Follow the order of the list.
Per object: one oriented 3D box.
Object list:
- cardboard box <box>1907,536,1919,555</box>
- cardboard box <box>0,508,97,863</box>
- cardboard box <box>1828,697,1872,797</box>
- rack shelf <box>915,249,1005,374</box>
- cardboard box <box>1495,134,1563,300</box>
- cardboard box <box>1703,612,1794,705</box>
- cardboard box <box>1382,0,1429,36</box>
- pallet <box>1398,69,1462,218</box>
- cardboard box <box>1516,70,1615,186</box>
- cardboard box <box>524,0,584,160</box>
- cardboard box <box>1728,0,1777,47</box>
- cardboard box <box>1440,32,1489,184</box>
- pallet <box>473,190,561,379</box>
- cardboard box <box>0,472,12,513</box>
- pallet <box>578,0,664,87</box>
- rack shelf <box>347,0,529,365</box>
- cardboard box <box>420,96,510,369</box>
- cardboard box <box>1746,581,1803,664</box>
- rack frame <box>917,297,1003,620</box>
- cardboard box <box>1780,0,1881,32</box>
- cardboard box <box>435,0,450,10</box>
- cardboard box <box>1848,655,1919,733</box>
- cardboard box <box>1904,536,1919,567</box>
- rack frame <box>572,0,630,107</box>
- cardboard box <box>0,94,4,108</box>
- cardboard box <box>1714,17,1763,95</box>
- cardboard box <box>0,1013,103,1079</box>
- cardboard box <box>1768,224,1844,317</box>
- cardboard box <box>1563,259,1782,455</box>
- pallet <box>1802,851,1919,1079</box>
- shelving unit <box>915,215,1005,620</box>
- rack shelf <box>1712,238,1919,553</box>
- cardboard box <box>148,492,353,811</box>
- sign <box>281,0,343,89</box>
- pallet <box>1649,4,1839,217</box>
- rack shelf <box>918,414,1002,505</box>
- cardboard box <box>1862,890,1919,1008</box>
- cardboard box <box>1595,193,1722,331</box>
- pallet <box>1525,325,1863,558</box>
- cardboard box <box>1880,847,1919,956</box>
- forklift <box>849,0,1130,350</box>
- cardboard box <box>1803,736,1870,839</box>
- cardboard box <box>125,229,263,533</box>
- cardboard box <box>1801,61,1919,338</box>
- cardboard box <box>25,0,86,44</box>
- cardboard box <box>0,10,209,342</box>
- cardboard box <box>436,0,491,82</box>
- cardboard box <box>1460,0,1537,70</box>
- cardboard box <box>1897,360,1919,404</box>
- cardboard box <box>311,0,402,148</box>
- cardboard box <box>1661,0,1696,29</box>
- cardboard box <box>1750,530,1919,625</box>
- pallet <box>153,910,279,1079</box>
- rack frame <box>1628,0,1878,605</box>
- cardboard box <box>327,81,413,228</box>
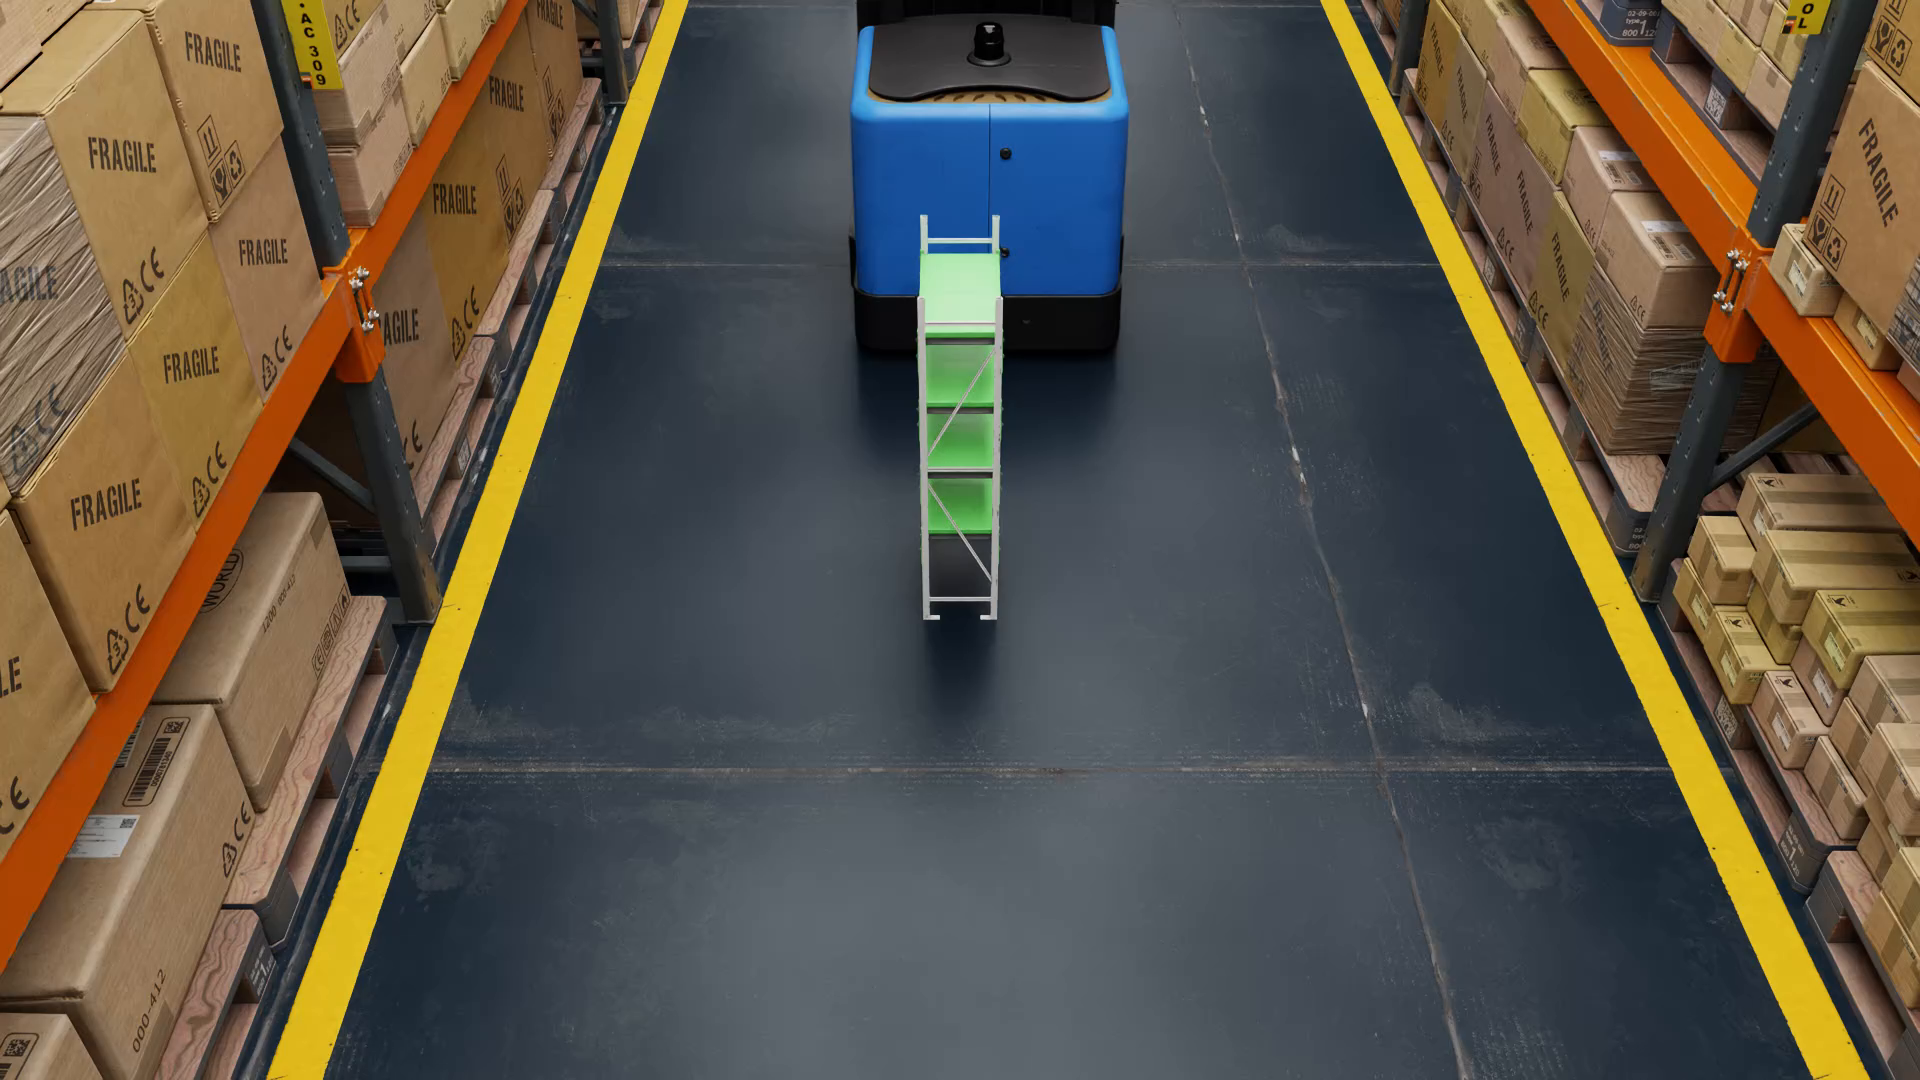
[{"bbox_3d":[3.003,-0.057,4.891,0.380,0.149,0.250,1,39,1],"label":"cardboard box"},{"bbox_3d":[-1.945,0.285,2.915,0.500,0.500,0.500,1,39,1],"label":"cardboard box"},{"bbox_3d":[2.547,0.543,4.380,0.380,0.149,0.250,-2,39,-2],"label":"cardboard box"},{"bbox_3d":[0.000,-0.689,4.985,0.258,0.148,0.480,0,39,0],"label":"rack shelf"},{"bbox_3d":[2.493,-1.288,6.622,0.500,0.500,0.500,-1,39,-1],"label":"cardboard box"},{"bbox_3d":[2.422,0.347,4.862,0.380,0.149,0.250,1,39,1],"label":"cardboard box"},{"bbox_3d":[2.827,-3.164,8.763,1.050,0.750,0.750,-1,39,-1],"label":"cardboard box"},{"bbox_3d":[2.737,-1.920,7.977,1.003,0.211,1.213,0,39,0],"label":"pallet"},{"bbox_3d":[2.487,-1.594,6.404,0.500,0.250,0.500,-2,39,-2],"label":"cardboard box"},{"bbox_3d":[-2.294,-2.333,7.626,0.875,0.875,0.875,0,39,0],"label":"cardboard box"},{"bbox_3d":[2.543,-1.591,4.964,0.380,0.149,0.250,0,39,0],"label":"cardboard box"},{"bbox_3d":[2.488,-1.929,7.421,0.500,0.500,0.500,0,39,0],"label":"cardboard box"},{"bbox_3d":[-2.288,-1.088,6.939,1.003,0.211,1.213,0,39,0],"label":"pallet"},{"bbox_3d":[-1.936,-0.114,2.614,0.500,0.500,0.500,0,39,0],"label":"cardboard box"},{"bbox_3d":[-2.211,-2.831,9.114,1.003,0.211,1.213,0,39,0],"label":"pallet"},{"bbox_3d":[-2.210,-1.899,6.296,1.077,0.370,4.000,0,39,0],"label":"rack shelf"},{"bbox_3d":[-2.297,-1.216,6.232,0.875,0.875,0.875,1,39,1],"label":"cardboard box"},{"bbox_3d":[2.513,0.222,4.780,0.380,0.149,0.250,0,39,0],"label":"cardboard box"},{"bbox_3d":[0.000,-0.212,5.055,0.240,1.200,0.015,0,39,0],"label":"rack frame"},{"bbox_3d":[2.547,-1.545,4.668,0.380,0.149,0.250,2,39,2],"label":"cardboard box"},{"bbox_3d":[-1.929,-1.982,5.545,0.500,0.250,0.500,0,39,1],"label":"cardboard box"},{"bbox_3d":[2.549,0.430,4.283,0.380,0.149,0.250,-1,39,-1],"label":"cardboard box"},{"bbox_3d":[3.061,0.034,5.015,0.380,0.149,0.250,1,39,1],"label":"cardboard box"},{"bbox_3d":[-2.212,-3.430,7.632,1.000,3.000,0.127,0,39,0],"label":"rack frame"},{"bbox_3d":[-1.952,-0.783,2.930,0.380,0.149,0.250,0,39,0],"label":"cardboard box"},{"bbox_3d":[2.543,-1.472,5.054,0.380,0.149,0.250,0,39,0],"label":"cardboard box"},{"bbox_3d":[-2.313,1.423,3.288,0.875,0.438,0.875,1,39,1],"label":"cardboard box"},{"bbox_3d":[2.416,-0.720,4.451,0.380,0.149,0.250,1,39,2],"label":"cardboard box"},{"bbox_3d":[2.490,-0.647,5.821,0.500,0.500,0.500,-1,39,-1],"label":"cardboard box"},{"bbox_3d":[2.783,1.277,3.987,1.003,0.211,1.213,0,39,0],"label":"pallet"},{"bbox_3d":[0.000,-0.365,5.246,0.258,1.200,0.503,0,39,0],"label":"shelving unit"},{"bbox_3d":[2.745,0.536,3.258,1.077,0.370,4.000,0,39,0],"label":"rack shelf"},{"bbox_3d":[-2.314,0.300,4.690,0.875,0.438,0.875,-1,39,-1],"label":"cardboard box"},{"bbox_3d":[-1.652,-1.299,4.217,0.100,0.325,0.005,0,39,0],"label":"sign"},{"bbox_3d":[2.887,-1.399,5.250,1.003,0.211,1.213,0,39,0],"label":"pallet"},{"bbox_3d":[0.000,-0.315,5.286,0.258,0.148,0.480,0,39,0],"label":"rack shelf"},{"bbox_3d":[2.464,0.992,4.057,0.380,0.149,0.250,-1,39,-1],"label":"cardboard box"},{"bbox_3d":[2.489,-0.942,5.591,0.500,0.250,0.500,-1,39,-1],"label":"cardboard box"},{"bbox_3d":[2.740,-0.394,6.073,1.003,0.211,1.213,0,39,0],"label":"pallet"},{"bbox_3d":[2.460,0.873,3.968,0.380,0.149,0.250,0,39,0],"label":"cardboard box"},{"bbox_3d":[0.109,-2.786,6.883,1.130,2.935,3.031,0,39,0],"label":"forklift"},{"bbox_3d":[2.524,0.661,4.470,0.380,0.149,0.250,-1,39,-1],"label":"cardboard box"},{"bbox_3d":[-1.945,-0.356,3.716,0.500,0.500,0.500,-1,39,-1],"label":"cardboard box"},{"bbox_3d":[2.491,-0.841,4.083,0.500,0.500,0.500,-1,39,-1],"label":"cardboard box"},{"bbox_3d":[-2.007,-1.098,3.323,0.380,0.149,0.250,0,39,0],"label":"cardboard box"},{"bbox_3d":[-1.938,-0.746,3.403,0.500,0.500,0.500,-1,39,-1],"label":"cardboard box"},{"bbox_3d":[-1.931,-1.790,5.705,0.500,0.250,0.500,0,39,0],"label":"cardboard box"},{"bbox_3d":[2.497,-2.230,7.197,0.500,0.250,0.500,0,39,-1],"label":"cardboard box"},{"bbox_3d":[2.543,-0.392,4.041,0.380,0.149,0.250,-2,39,-2],"label":"cardboard box"},{"bbox_3d":[-1.926,-1.341,4.745,0.500,0.250,0.500,-1,39,-1],"label":"cardboard box"},{"bbox_3d":[2.545,-1.785,5.444,0.380,0.149,0.250,-2,39,-2],"label":"cardboard box"},{"bbox_3d":[2.477,0.109,4.684,0.380,0.149,0.250,2,39,2],"label":"cardboard box"},{"bbox_3d":[-2.281,1.400,3.835,1.003,0.211,1.213,0,39,0],"label":"pallet"},{"bbox_3d":[2.742,-0.996,4.594,1.000,3.000,0.127,0,39,0],"label":"rack frame"},{"bbox_3d":[-1.944,-1.146,4.901,0.500,0.250,0.500,-1,39,-1],"label":"cardboard box"}]
